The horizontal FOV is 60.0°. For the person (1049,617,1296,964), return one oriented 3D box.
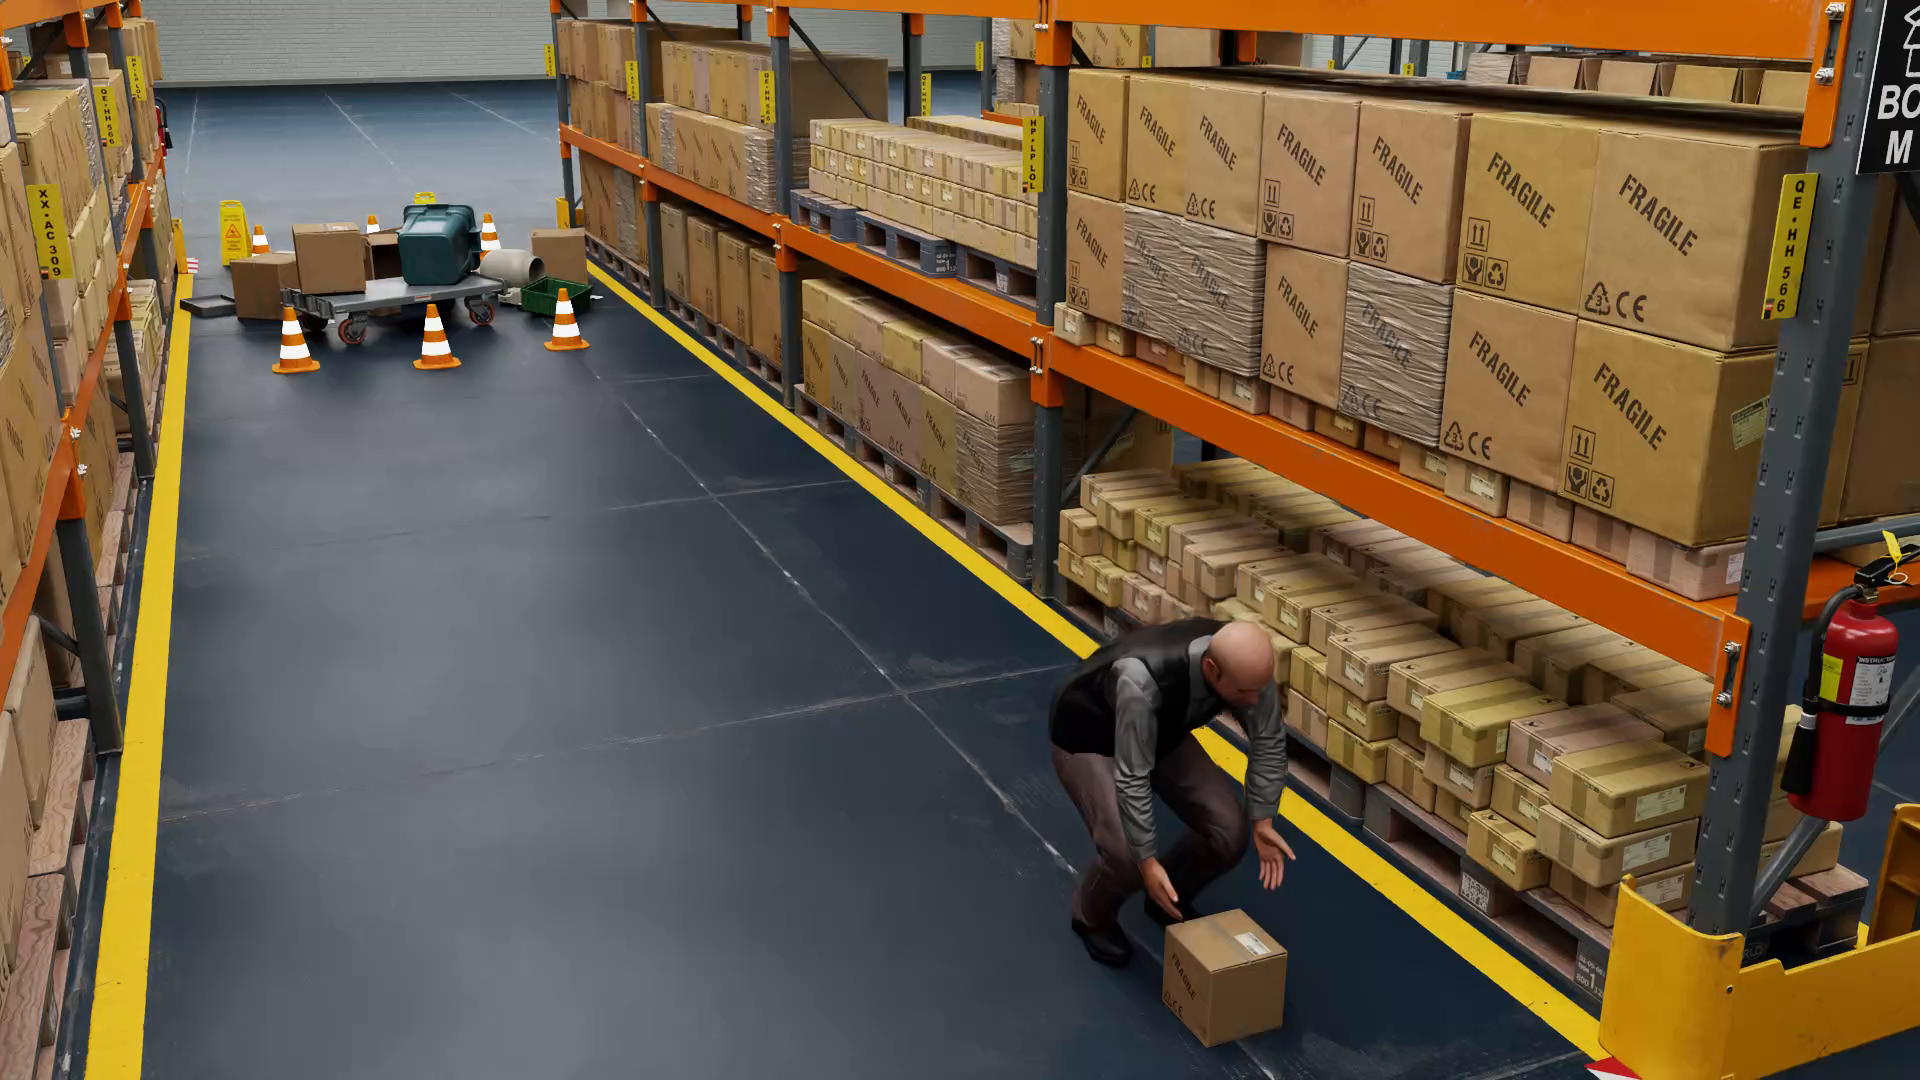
[{"bbox_3d":[0.625,0.689,4.936,0.573,1.168,0.815,-8,20,-23],"label":"person"}]
